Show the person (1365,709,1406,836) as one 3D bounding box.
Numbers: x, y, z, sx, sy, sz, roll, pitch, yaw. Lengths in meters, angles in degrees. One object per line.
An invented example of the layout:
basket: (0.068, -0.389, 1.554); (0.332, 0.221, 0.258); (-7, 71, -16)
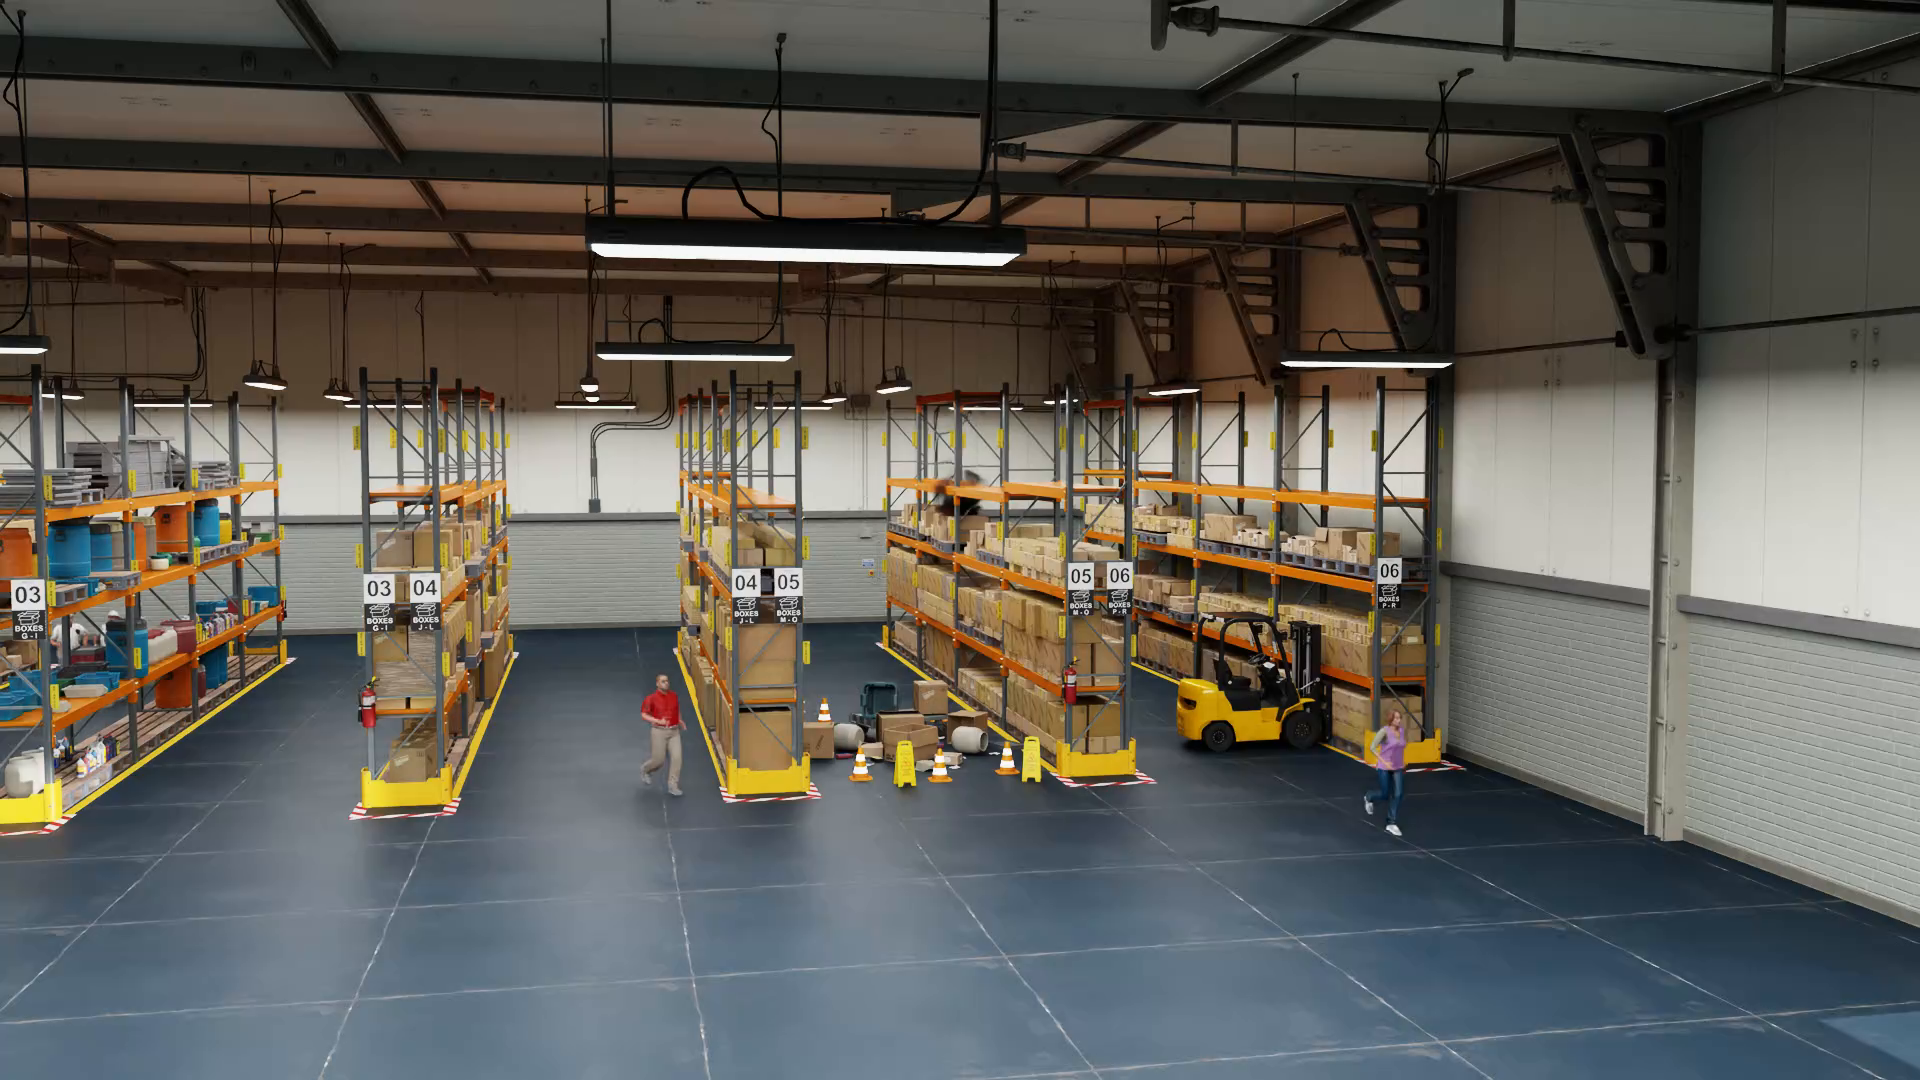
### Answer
person: (5.512, 2.954, 21.450); (0.566, 1.583, 0.753); (-2, 4, -25)

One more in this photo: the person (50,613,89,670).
person: (-16.957, 2.245, 31.636); (0.644, 1.834, 0.819); (-1, 4, -20)

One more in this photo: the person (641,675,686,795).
person: (-4.207, 2.756, 23.626); (0.683, 1.680, 0.817); (-3, 5, -41)

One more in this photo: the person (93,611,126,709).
person: (-16.071, 2.240, 31.527); (0.691, 1.805, 0.906); (-1, 4, -19)
